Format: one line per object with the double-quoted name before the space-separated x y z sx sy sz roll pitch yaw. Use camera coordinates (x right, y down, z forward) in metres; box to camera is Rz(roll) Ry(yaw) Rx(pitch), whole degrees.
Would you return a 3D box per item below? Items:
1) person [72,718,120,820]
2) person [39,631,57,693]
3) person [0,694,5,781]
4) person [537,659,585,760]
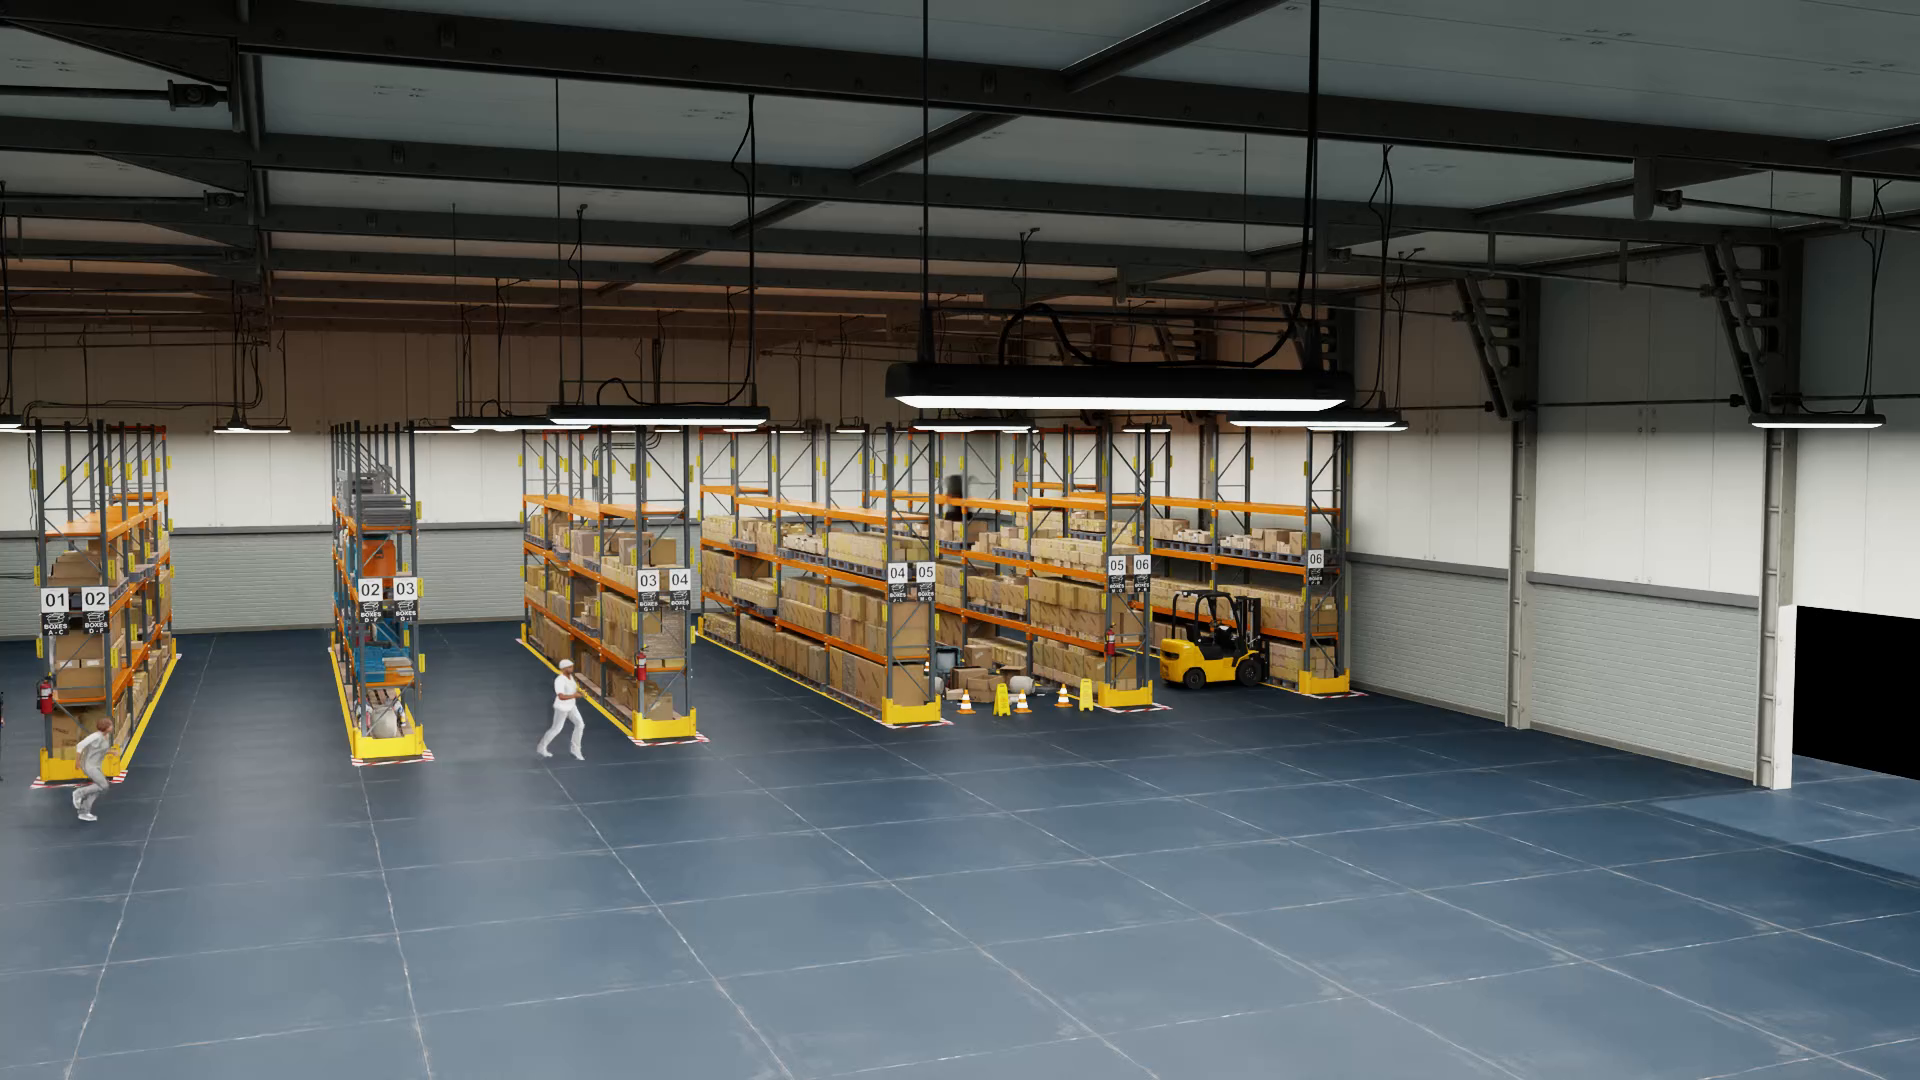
"person" -12.908 3.420 24.838 0.661 1.529 0.540 -1 4 -9
"person" -20.146 2.564 37.034 0.714 1.685 0.883 -3 5 -39
"person" -16.159 3.128 27.573 0.663 1.691 0.948 -3 5 -44
"person" -7.017 3.006 29.423 0.905 1.814 0.711 1 4 13
